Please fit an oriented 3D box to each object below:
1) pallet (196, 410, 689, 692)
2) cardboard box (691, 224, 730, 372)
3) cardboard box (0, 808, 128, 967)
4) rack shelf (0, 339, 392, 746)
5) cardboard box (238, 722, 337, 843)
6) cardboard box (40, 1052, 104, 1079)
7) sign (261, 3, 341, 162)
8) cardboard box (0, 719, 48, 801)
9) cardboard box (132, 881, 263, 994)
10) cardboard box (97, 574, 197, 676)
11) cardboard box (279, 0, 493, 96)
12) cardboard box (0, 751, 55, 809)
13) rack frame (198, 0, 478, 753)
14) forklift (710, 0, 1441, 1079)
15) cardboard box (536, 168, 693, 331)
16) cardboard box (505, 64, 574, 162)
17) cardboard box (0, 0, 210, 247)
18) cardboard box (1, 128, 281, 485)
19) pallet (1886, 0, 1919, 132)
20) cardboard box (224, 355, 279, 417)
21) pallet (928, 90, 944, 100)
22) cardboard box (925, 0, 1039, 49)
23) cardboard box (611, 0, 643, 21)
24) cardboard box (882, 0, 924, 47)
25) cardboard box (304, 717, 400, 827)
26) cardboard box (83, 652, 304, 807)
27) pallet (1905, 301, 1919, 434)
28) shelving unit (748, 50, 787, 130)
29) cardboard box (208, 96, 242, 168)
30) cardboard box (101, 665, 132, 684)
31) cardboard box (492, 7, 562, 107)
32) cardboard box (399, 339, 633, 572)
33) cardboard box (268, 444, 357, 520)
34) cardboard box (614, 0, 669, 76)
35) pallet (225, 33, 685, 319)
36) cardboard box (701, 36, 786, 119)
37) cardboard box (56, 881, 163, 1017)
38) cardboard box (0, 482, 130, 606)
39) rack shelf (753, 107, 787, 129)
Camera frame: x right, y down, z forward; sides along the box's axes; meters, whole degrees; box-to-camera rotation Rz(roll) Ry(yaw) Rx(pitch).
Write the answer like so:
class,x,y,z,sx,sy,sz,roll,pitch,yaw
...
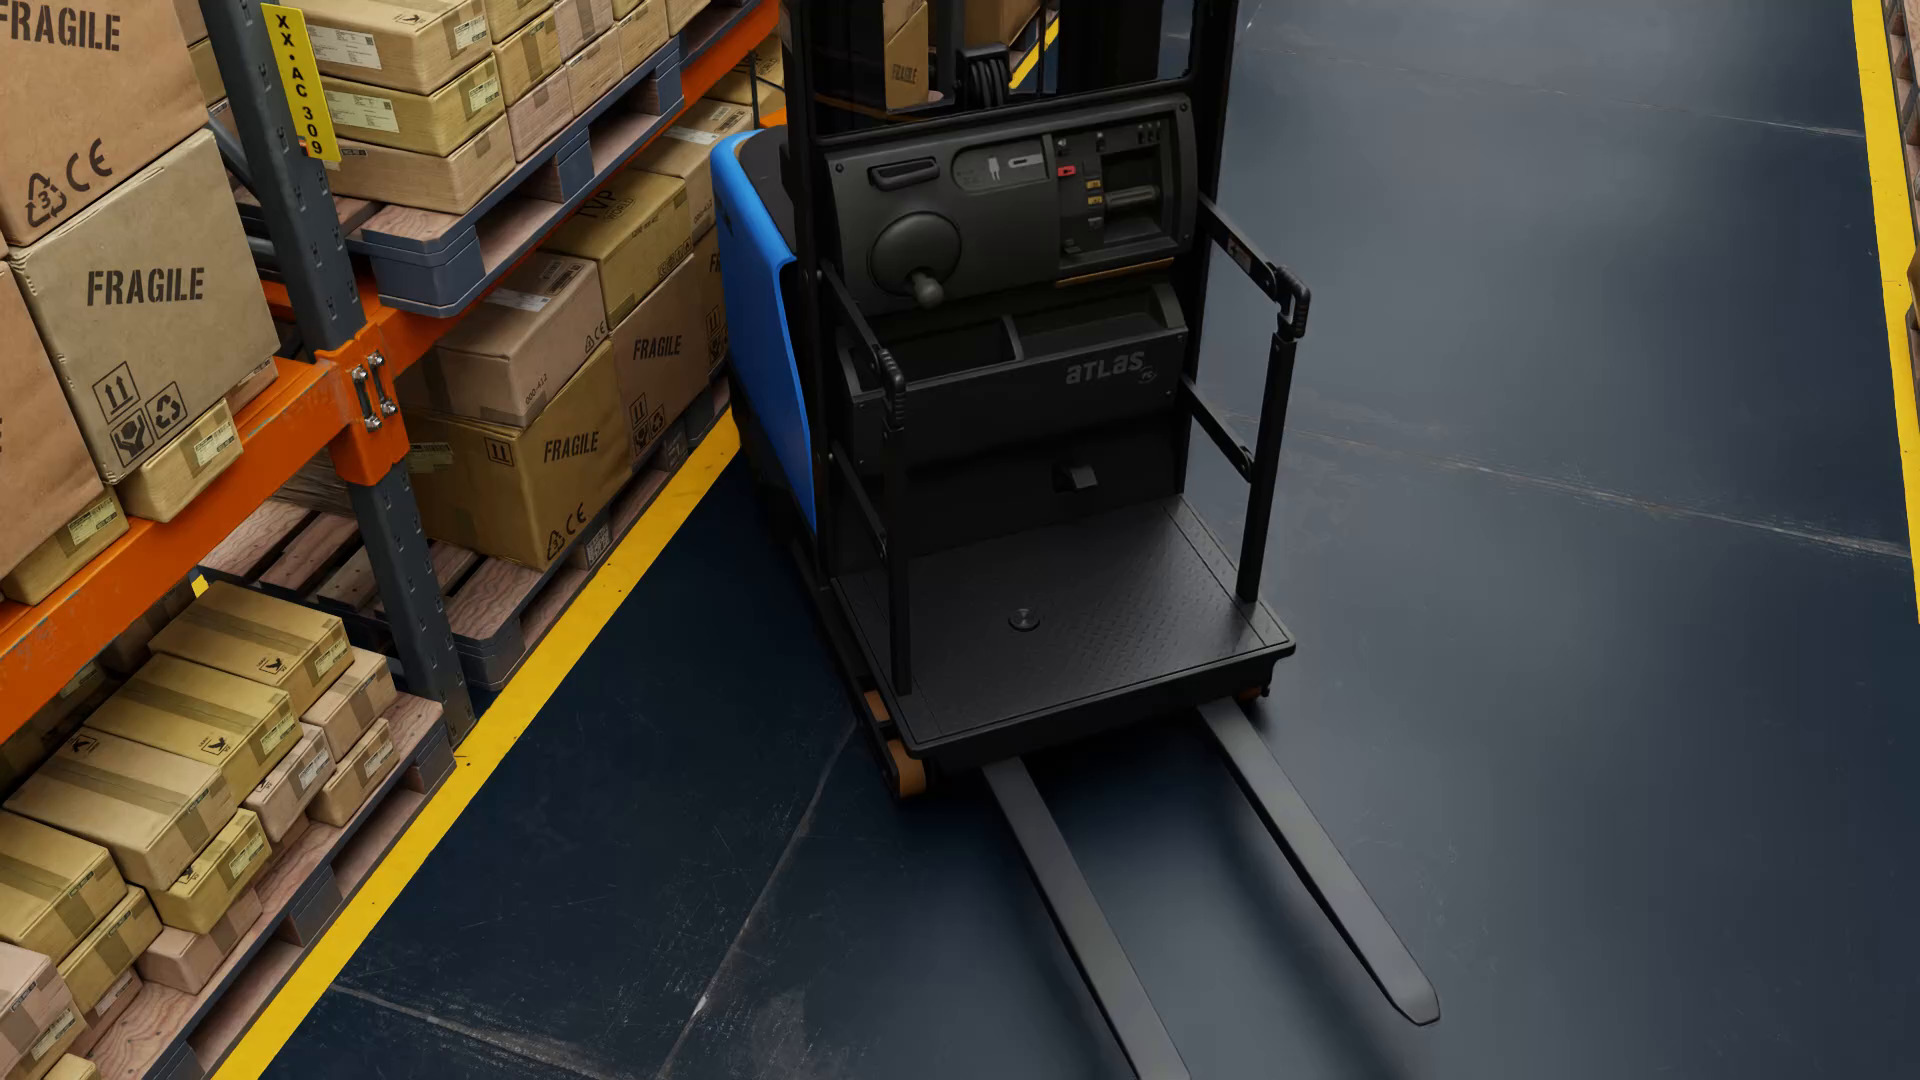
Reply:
class,x,y,z,sx,sy,sz,roll,pitch,yaw
pallet,-1.574,-0.117,5.224,1.003,0.211,1.213,13,42,15
cardboard box,-0.991,-0.949,5.653,0.500,0.500,0.500,14,42,16
cardboard box,-2.007,0.730,3.498,0.380,0.149,0.250,15,43,16
rack shelf,-2.523,0.791,2.566,1.077,0.370,4.000,13,42,15
cardboard box,-1.729,0.540,3.950,0.380,0.149,0.250,11,42,13
cardboard box,-2.007,1.168,3.442,0.380,0.149,0.250,13,42,15
sign,-1.326,-0.916,3.346,0.100,0.325,0.005,13,42,15
cardboard box,-2.342,0.480,3.791,0.380,0.149,0.250,13,42,14
cardboard box,-1.850,0.852,3.813,0.380,0.149,0.250,12,42,14
cardboard box,-2.152,0.160,4.166,0.380,0.149,0.250,15,43,17
cardboard box,-1.272,-1.131,3.676,0.380,0.149,0.250,15,43,17
cardboard box,-2.315,0.590,3.891,0.380,0.149,0.250,13,42,15
rack frame,-1.839,-0.703,3.762,1.000,3.000,0.127,13,42,15
forklift,0.219,-0.735,3.853,1.130,2.935,3.031,-14,42,-15
cardboard box,-1.158,-0.914,5.035,0.500,0.250,0.500,14,43,16
cardboard box,-1.183,-1.075,4.069,0.380,0.149,0.250,14,42,16
cardboard box,-1.746,-0.887,2.902,0.500,0.500,0.500,12,42,14
cardboard box,-1.739,-0.496,3.214,0.500,0.500,0.500,13,42,15
pallet,4.843,-2.137,7.592,1.003,0.211,1.213,13,42,15
cardboard box,-1.717,-0.381,3.579,0.380,0.149,0.250,13,42,15
pallet,-0.740,-1.605,6.969,1.003,0.211,1.213,13,42,15
cardboard box,-0.178,-2.798,7.628,1.050,0.750,0.750,13,42,14
cardboard box,-1.009,-1.493,4.329,0.380,0.149,0.250,12,42,13
cardboard box,-0.459,-2.161,6.496,0.500,0.250,0.500,12,42,14
cardboard box,-1.653,0.537,4.182,0.380,0.149,0.250,14,42,16
cardboard box,-1.766,0.435,3.843,0.380,0.149,0.250,14,42,16
pallet,3.815,-0.455,5.620,1.003,0.211,1.213,13,42,15
shelving unit,-0.513,-1.067,5.573,0.258,1.200,0.189,31,49,30
cardboard box,-1.889,-1.053,4.043,0.380,0.149,0.250,12,42,14
cardboard box,-2.264,0.259,4.279,0.380,0.149,0.250,15,43,17
cardboard box,-1.185,-1.177,3.959,0.380,0.149,0.250,13,42,14
cardboard box,-1.337,-0.303,4.897,0.500,0.500,0.500,15,43,17
cardboard box,-1.823,-0.419,5.032,0.500,0.500,0.500,13,42,14
cardboard box,-1.007,-1.380,4.426,0.380,0.149,0.250,14,42,16
pallet,-1.441,-1.063,4.333,1.003,0.211,1.213,13,42,15
cardboard box,-0.810,-1.544,5.773,0.500,0.250,0.500,14,42,16
cardboard box,-1.982,0.838,3.600,0.380,0.149,0.250,14,42,15
cardboard box,-1.850,-0.050,3.191,0.380,0.149,0.250,15,43,17
rack shelf,-0.511,-1.305,5.366,0.258,0.103,0.180,31,49,30
